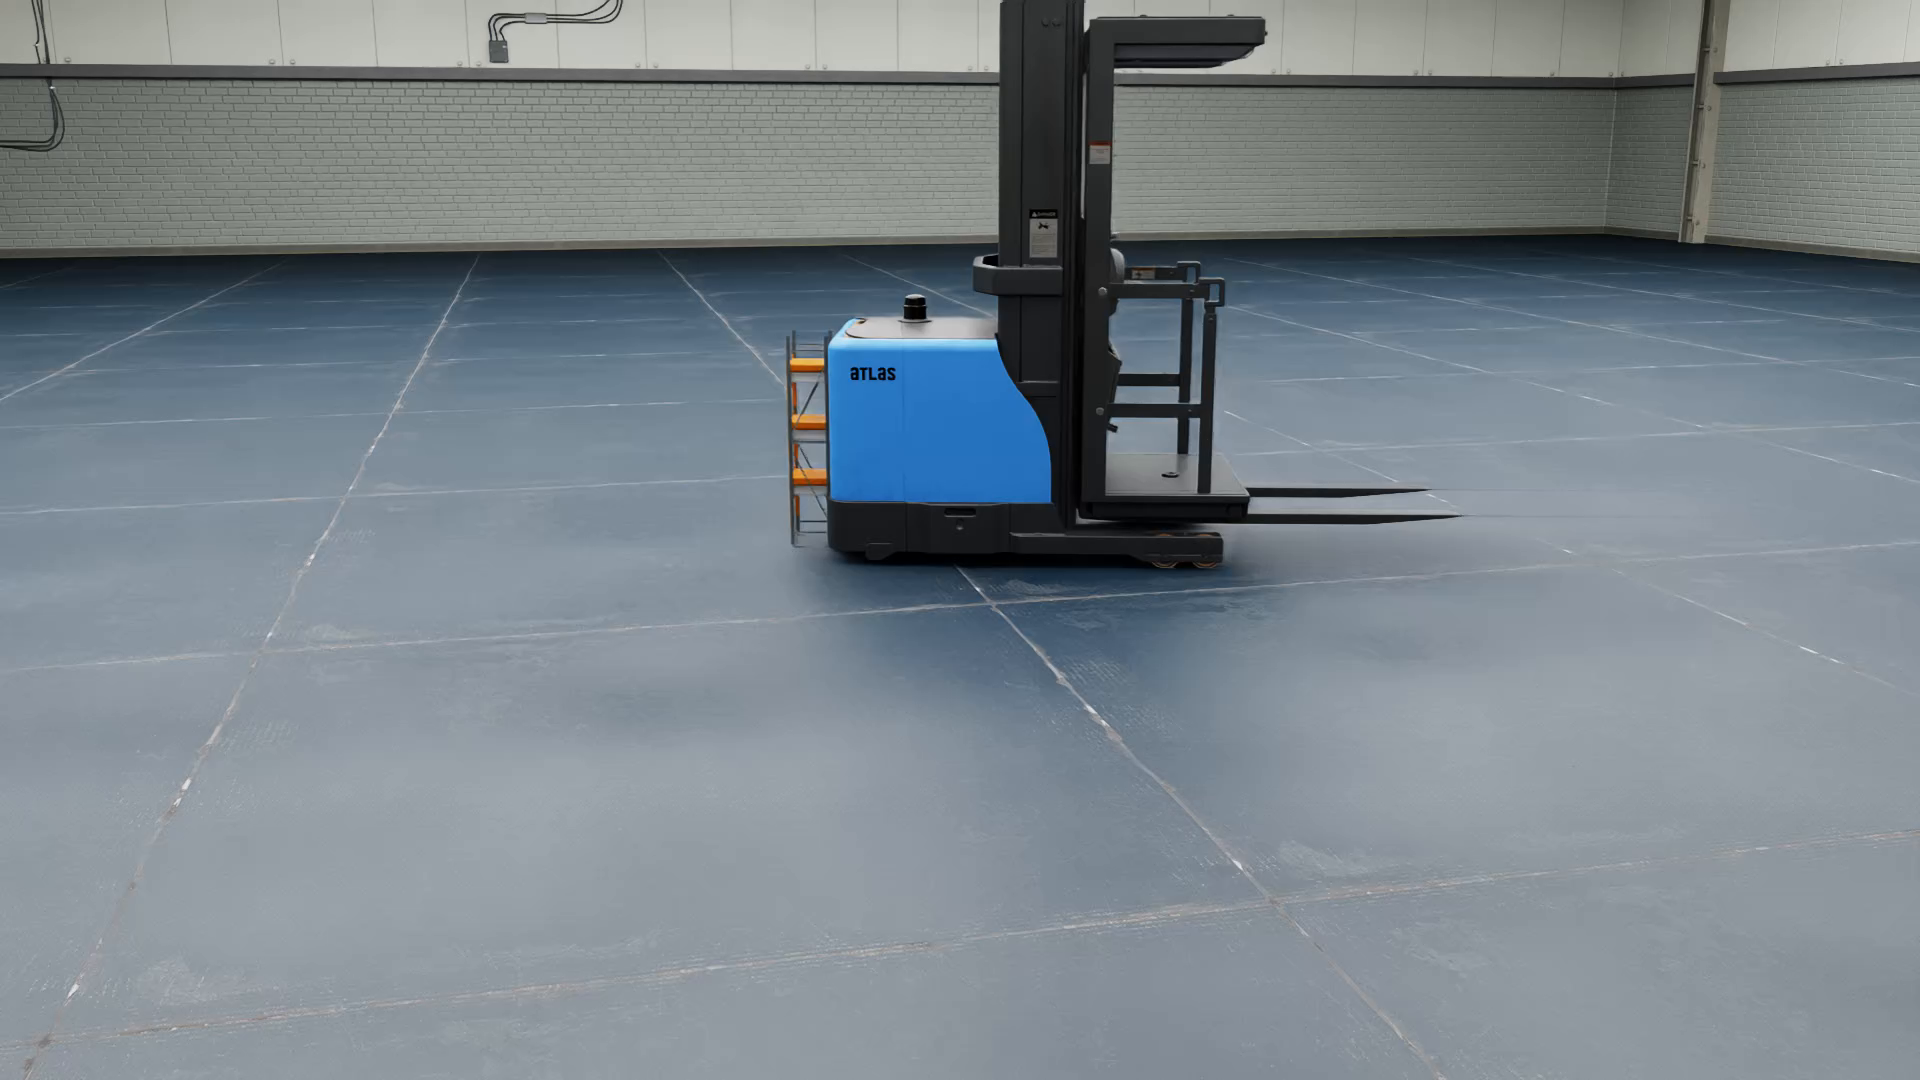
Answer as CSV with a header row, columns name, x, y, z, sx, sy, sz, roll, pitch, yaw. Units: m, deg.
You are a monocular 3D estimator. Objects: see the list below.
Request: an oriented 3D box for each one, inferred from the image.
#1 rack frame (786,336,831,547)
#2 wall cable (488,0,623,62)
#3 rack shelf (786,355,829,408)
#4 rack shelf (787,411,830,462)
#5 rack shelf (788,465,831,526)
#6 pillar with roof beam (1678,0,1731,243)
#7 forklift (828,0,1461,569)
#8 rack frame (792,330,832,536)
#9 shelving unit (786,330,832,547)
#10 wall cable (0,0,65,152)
name,x,y,z,sx,sy,sz,roll,pitch,yaw
rack frame,-0.740,-0.476,8.164,0.200,1.050,0.008,0,14,1
wall cable,-6.939,-11.180,28.062,2.305,6.003,0.169,-3,14,-13
rack shelf,-0.739,-0.771,8.218,0.215,0.259,0.240,0,14,1
rack shelf,-0.739,-0.495,8.285,0.215,0.259,0.240,0,14,1
rack shelf,-0.739,-0.225,8.351,0.215,0.259,0.240,0,14,1
pillar with roof beam,9.671,-9.765,29.436,9.100,9.000,0.400,-3,14,-13
forklift,0.896,-1.414,8.040,3.031,2.935,1.130,0,14,2
rack frame,-0.737,-0.534,8.401,0.200,1.050,0.008,0,14,1
shelving unit,-0.739,-0.505,8.283,0.215,1.050,0.252,0,14,1
wall cable,-16.170,-7.494,26.683,3.097,2.526,0.112,-3,14,-13
